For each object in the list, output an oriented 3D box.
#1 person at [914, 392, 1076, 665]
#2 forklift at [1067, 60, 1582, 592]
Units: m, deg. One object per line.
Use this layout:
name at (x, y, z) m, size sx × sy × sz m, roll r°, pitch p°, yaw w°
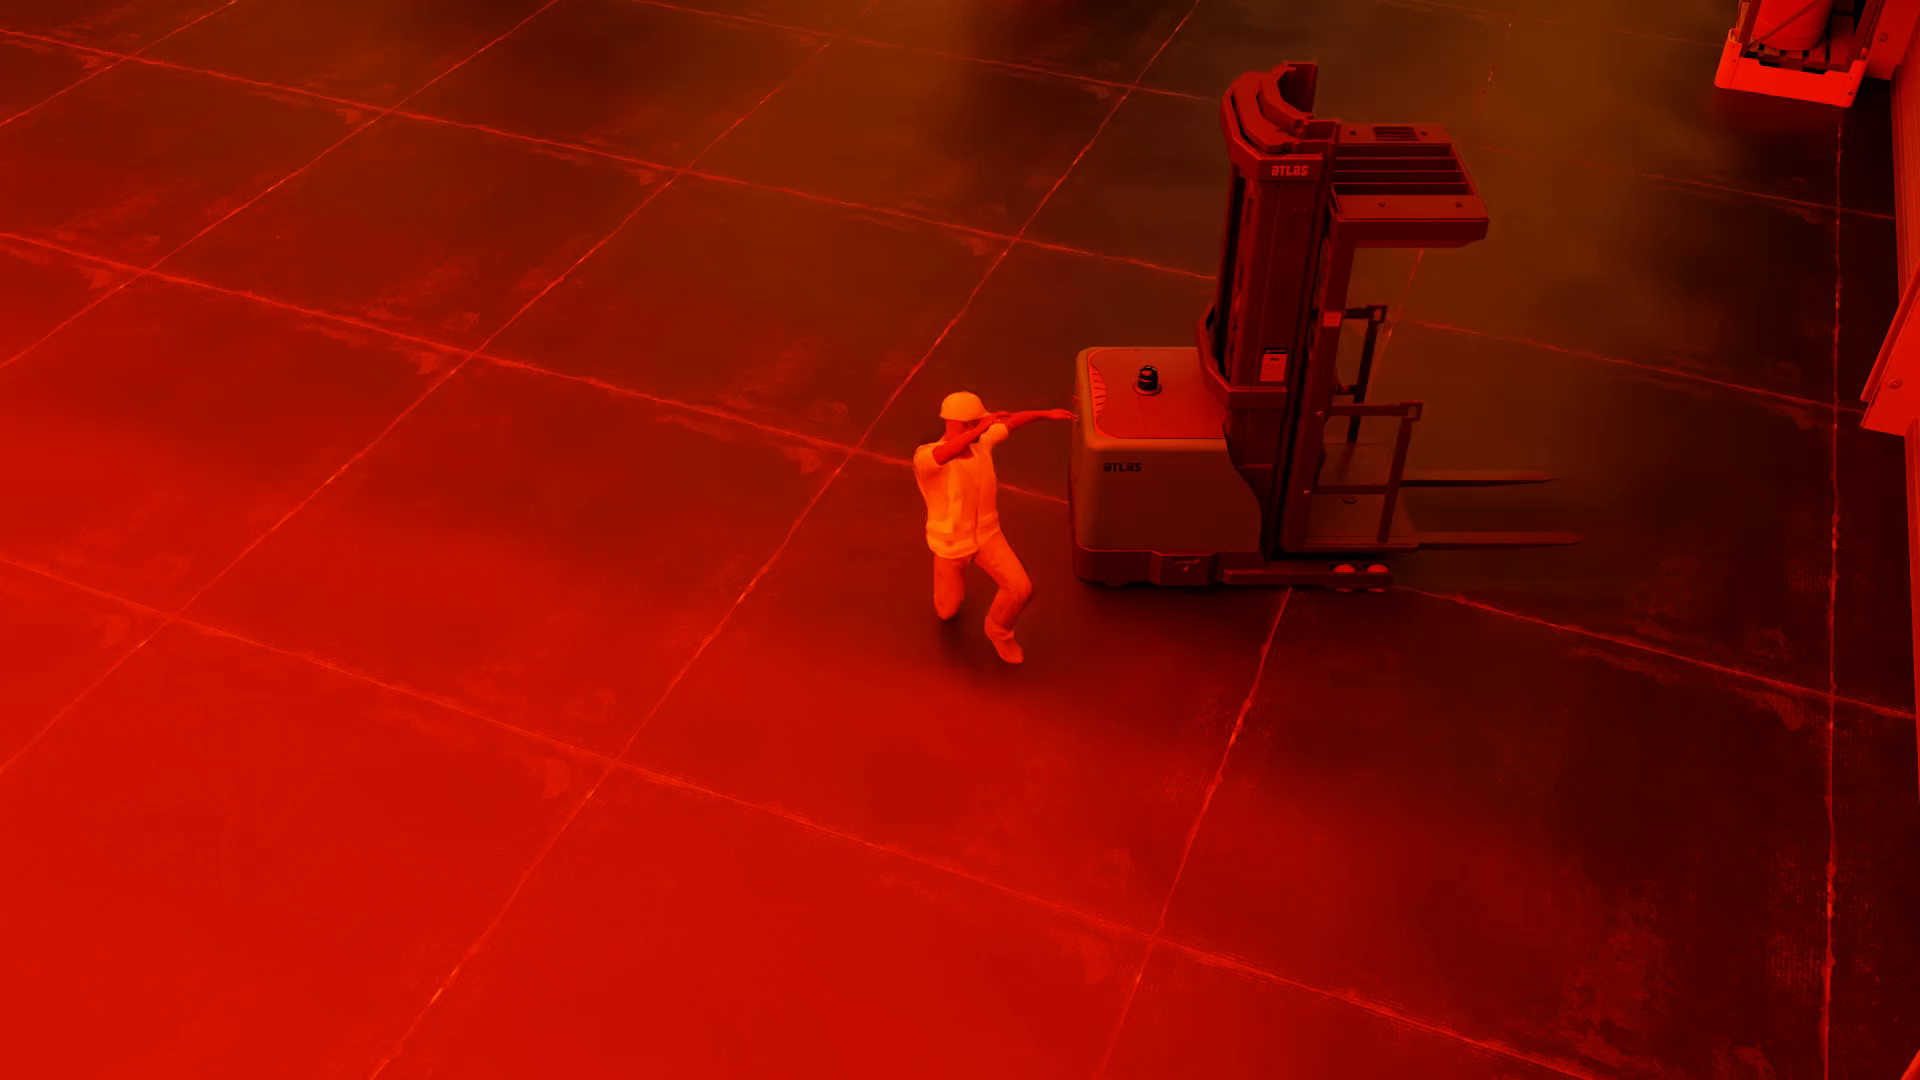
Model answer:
person at (0.328, -0.137, 9.301) m, size 1.103 × 1.531 × 0.898 m, roll -18°, pitch 43°, yaw -20°
forklift at (2.200, -1.157, 9.389) m, size 3.031 × 2.935 × 1.130 m, roll 0°, pitch 40°, yaw 0°
